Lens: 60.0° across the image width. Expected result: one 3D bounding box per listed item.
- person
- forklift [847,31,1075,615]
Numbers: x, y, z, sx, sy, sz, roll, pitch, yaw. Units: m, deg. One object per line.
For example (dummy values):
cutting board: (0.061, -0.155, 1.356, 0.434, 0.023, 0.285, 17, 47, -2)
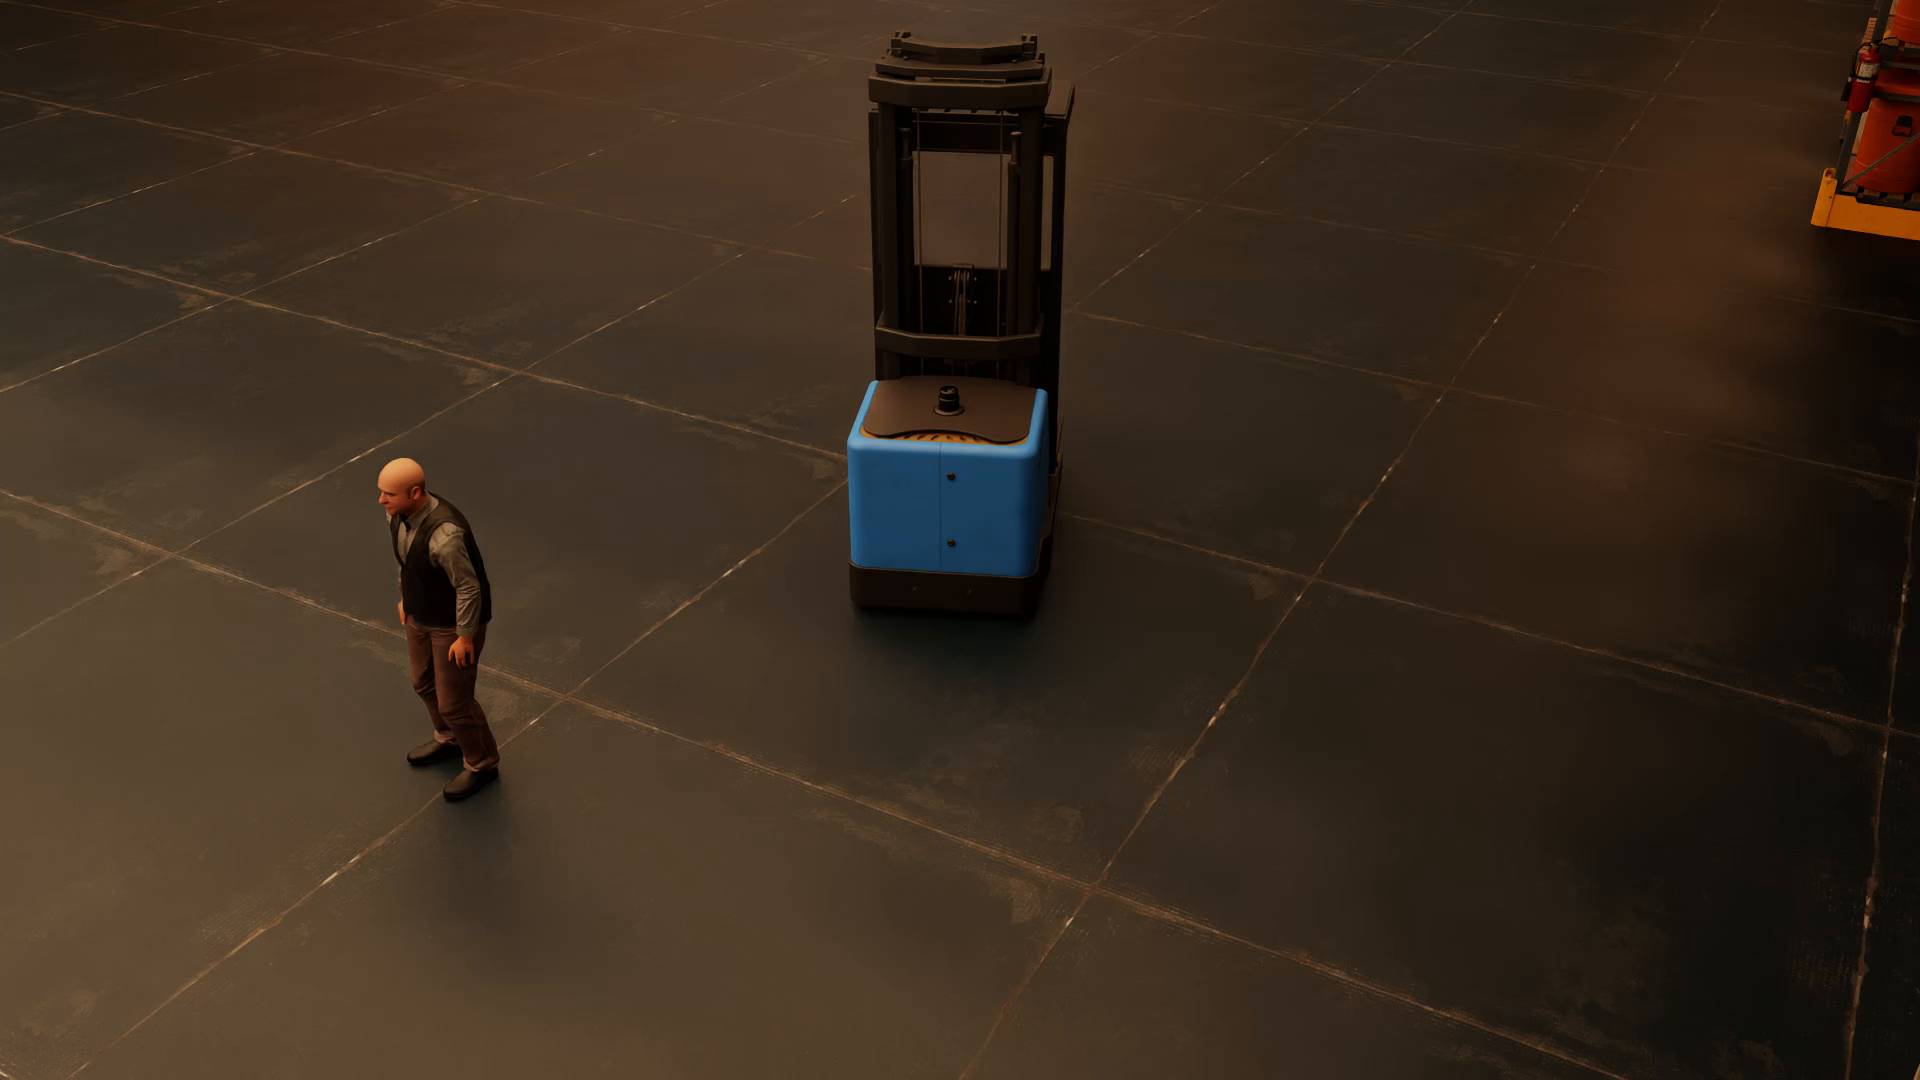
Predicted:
person: (-2.377, 0.368, 7.646, 0.427, 1.719, 0.583, -26, 39, -37)
forklift: (0.072, -1.572, 9.794, 1.130, 2.935, 3.031, 3, 30, 6)
